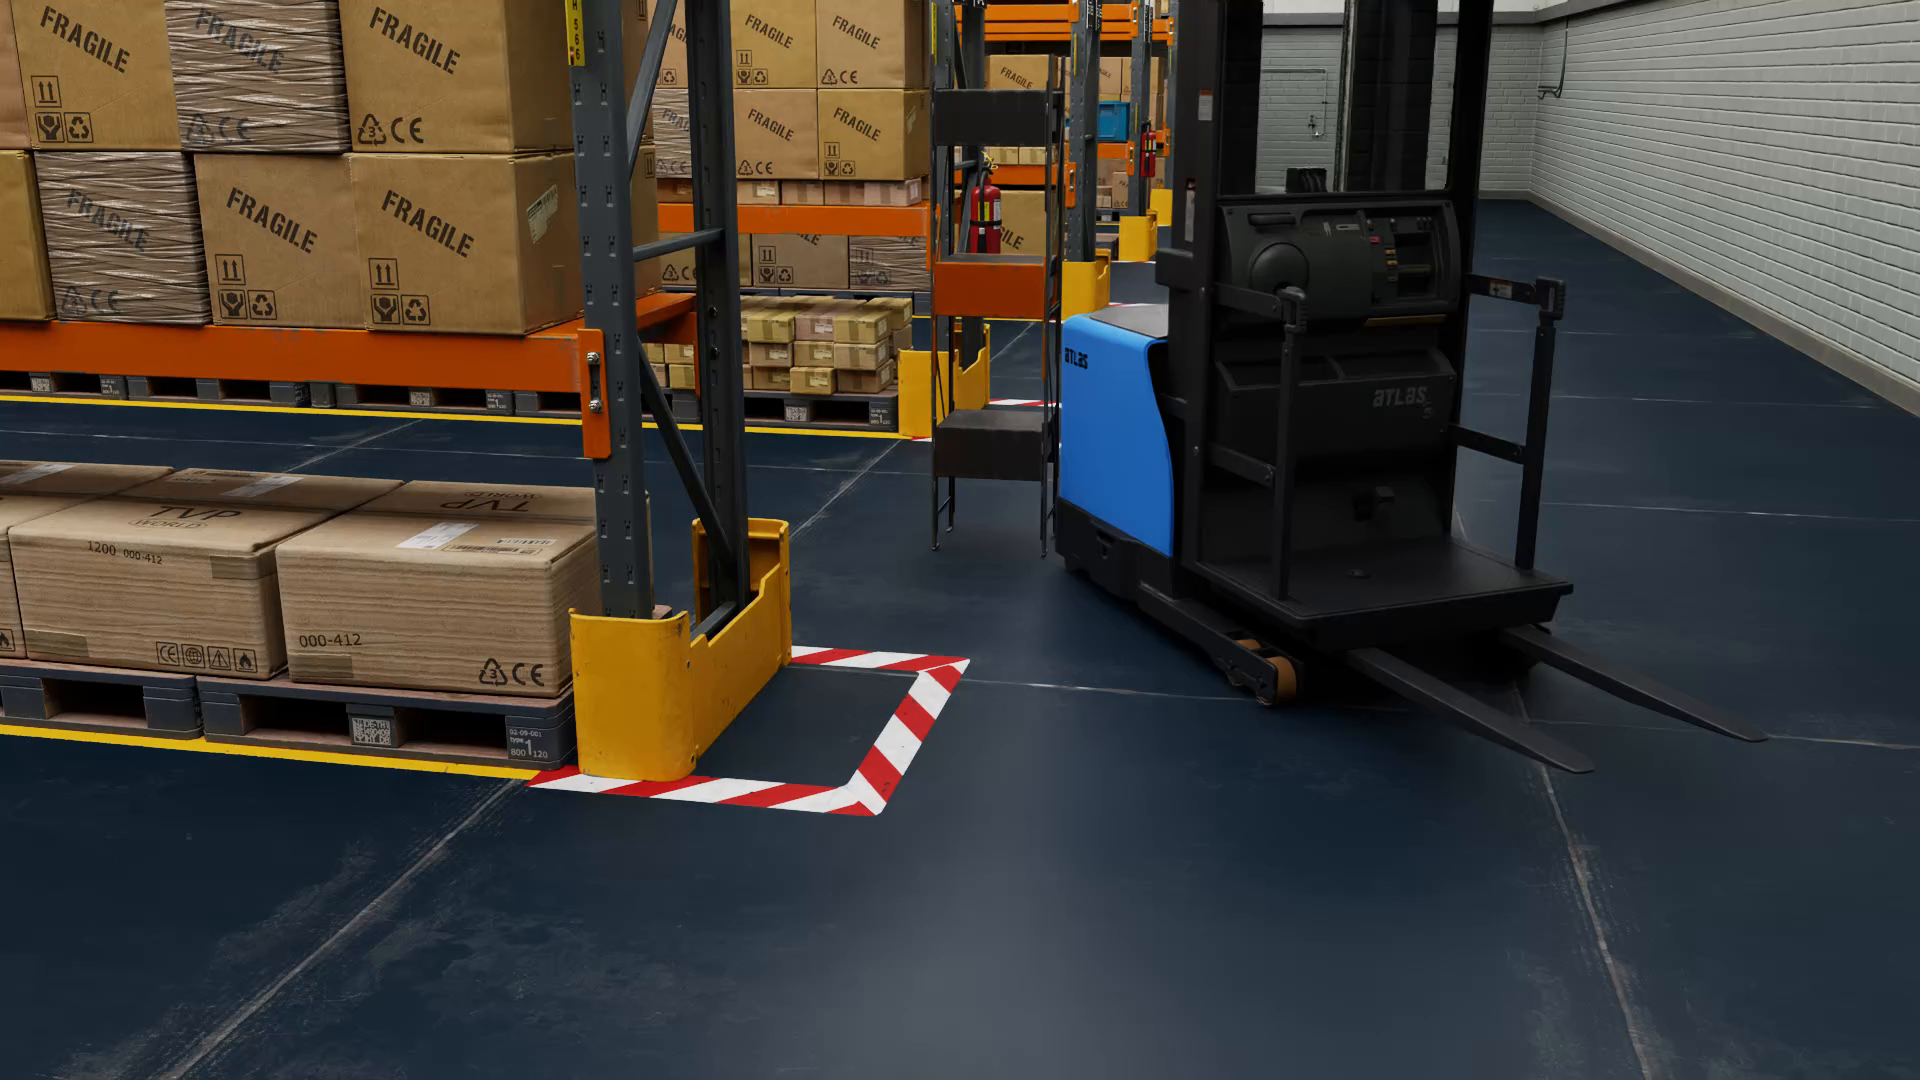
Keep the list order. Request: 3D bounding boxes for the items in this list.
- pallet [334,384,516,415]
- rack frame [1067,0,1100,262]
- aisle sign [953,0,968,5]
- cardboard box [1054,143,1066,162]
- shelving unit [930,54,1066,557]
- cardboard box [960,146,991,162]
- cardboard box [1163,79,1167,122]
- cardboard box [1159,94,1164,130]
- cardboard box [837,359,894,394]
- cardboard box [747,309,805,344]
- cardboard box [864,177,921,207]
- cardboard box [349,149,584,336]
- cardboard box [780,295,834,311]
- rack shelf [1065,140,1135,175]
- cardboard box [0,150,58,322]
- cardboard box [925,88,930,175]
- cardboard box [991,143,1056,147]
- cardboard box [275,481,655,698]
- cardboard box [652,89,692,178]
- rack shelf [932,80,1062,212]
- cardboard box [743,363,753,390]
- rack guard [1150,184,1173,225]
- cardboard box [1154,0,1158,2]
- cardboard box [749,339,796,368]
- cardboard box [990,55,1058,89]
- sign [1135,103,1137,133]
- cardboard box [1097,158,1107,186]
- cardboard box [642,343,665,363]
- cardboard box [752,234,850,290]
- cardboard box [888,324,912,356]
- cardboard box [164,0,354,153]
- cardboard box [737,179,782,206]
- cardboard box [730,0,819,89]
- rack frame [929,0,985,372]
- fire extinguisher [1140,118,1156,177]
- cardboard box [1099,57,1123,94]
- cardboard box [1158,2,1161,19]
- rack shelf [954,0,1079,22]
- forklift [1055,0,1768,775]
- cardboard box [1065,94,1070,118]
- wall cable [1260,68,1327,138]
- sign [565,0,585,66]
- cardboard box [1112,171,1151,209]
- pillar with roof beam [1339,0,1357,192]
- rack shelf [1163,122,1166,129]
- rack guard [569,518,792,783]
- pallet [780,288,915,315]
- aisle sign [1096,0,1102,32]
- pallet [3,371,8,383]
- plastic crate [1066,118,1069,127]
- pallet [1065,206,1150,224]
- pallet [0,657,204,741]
[{"bbox_3d":[-3.265,-1.033,10.824,1.213,0.211,1.003,3,16,11],"label":"pallet"},{"bbox_3d":[1.077,-3.482,14.444,0.127,3.000,1.000,3,16,11],"label":"rack frame"},{"bbox_3d":[0.002,-3.361,9.135,0.004,0.787,0.394,3,16,11],"label":"aisle sign"},{"bbox_3d":[0.795,-3.466,14.858,0.250,0.149,0.380,3,16,12],"label":"cardboard box"},{"bbox_3d":[0.162,-1.003,7.180,0.503,2.100,0.431,3,16,11],"label":"shelving unit"},{"bbox_3d":[0.161,-3.321,14.333,0.250,0.149,0.380,3,16,11],"label":"cardboard box"},{"bbox_3d":[3.537,-7.539,28.526,0.700,0.700,0.980,4,16,14],"label":"cardboard box"},{"bbox_3d":[2.673,-6.214,24.120,0.500,0.500,0.500,3,16,12],"label":"cardboard box"},{"bbox_3d":[-0.567,-0.992,10.008,0.250,0.149,0.380,3,16,12],"label":"cardboard box"},{"bbox_3d":[-1.093,-1.276,9.919,0.250,0.149,0.380,3,16,10],"label":"cardboard box"},{"bbox_3d":[-0.386,-2.012,9.609,0.250,0.149,0.380,3,16,11],"label":"cardboard box"},{"bbox_3d":[-1.423,-0.894,4.915,0.500,0.500,0.500,3,16,11],"label":"cardboard box"},{"bbox_3d":[-0.971,-1.452,10.555,0.250,0.149,0.380,3,16,11],"label":"cardboard box"},{"bbox_3d":[0.105,-4.538,19.602,4.000,0.370,1.077,3,16,11],"label":"rack shelf"},{"bbox_3d":[-2.926,-0.974,5.202,0.500,0.500,0.500,4,16,13],"label":"cardboard box"},{"bbox_3d":[-0.395,-2.478,10.074,0.500,0.500,0.500,4,16,14],"label":"cardboard box"},{"bbox_3d":[0.550,-3.510,14.267,0.500,0.250,0.500,3,16,10],"label":"cardboard box"},{"bbox_3d":[-1.564,0.134,5.404,0.875,0.438,0.875,3,16,9],"label":"cardboard box"},{"bbox_3d":[-1.504,-2.391,9.762,0.500,0.500,0.500,3,16,11],"label":"cardboard box"},{"bbox_3d":[0.162,-1.665,6.997,0.480,0.518,0.431,3,16,11],"label":"rack shelf"},{"bbox_3d":[-1.326,-1.026,10.129,0.250,0.149,0.380,3,16,12],"label":"cardboard box"},{"bbox_3d":[2.981,-4.873,24.147,0.348,0.500,1.175,3,16,11],"label":"rack guard"},{"bbox_3d":[2.501,-7.648,23.210,0.500,0.250,0.500,3,16,11],"label":"cardboard box"},{"bbox_3d":[-1.094,-1.143,9.994,0.250,0.149,0.380,2,16,9],"label":"cardboard box"},{"bbox_3d":[0.548,-3.872,14.170,0.500,0.500,0.500,3,16,12],"label":"cardboard box"},{"bbox_3d":[1.971,-4.712,18.577,0.005,0.325,0.100,3,16,11],"label":"sign"},{"bbox_3d":[2.349,-6.432,28.987,0.500,0.500,0.700,3,16,9],"label":"cardboard box"},{"bbox_3d":[-1.851,-1.185,10.148,0.250,0.149,0.380,4,16,14],"label":"cardboard box"},{"bbox_3d":[-1.330,-2.770,15.065,0.875,0.875,0.875,3,16,11],"label":"cardboard box"},{"bbox_3d":[-0.472,-1.257,10.407,0.250,0.149,0.380,4,16,13],"label":"cardboard box"},{"bbox_3d":[-1.935,-1.403,4.879,0.500,0.500,0.500,3,16,11],"label":"cardboard box"},{"bbox_3d":[-1.125,-2.052,9.753,0.250,0.149,0.380,4,16,13],"label":"cardboard box"},{"bbox_3d":[-1.005,-2.850,9.543,0.500,0.500,0.500,3,16,9],"label":"cardboard box"},{"bbox_3d":[-0.010,-2.190,9.780,0.127,3.000,1.000,3,16,11],"label":"rack frame"},{"bbox_3d":[2.122,-4.434,18.724,0.183,0.674,0.296,3,16,11],"label":"fire extinguisher"},{"bbox_3d":[2.069,-6.582,23.574,0.500,0.500,0.500,4,16,13],"label":"cardboard box"},{"bbox_3d":[2.602,-7.541,23.757,0.500,0.250,0.500,3,16,11],"label":"cardboard box"},{"bbox_3d":[-0.882,-4.688,14.524,4.000,0.370,1.077,3,16,11],"label":"rack shelf"},{"bbox_3d":[1.408,-0.987,5.566,1.130,2.935,3.031,-6,17,-20],"label":"forklift"},{"bbox_3d":[1.565,-6.129,23.812,0.500,0.500,0.500,3,16,12],"label":"cardboard box"},{"bbox_3d":[5.482,-8.039,28.990,1.851,1.984,0.084,3,16,11],"label":"wall cable"},{"bbox_3d":[-1.019,-1.421,4.389,0.005,0.325,0.100,3,16,11],"label":"sign"},{"bbox_3d":[2.473,-5.045,23.946,0.500,0.500,0.500,3,16,11],"label":"cardboard box"},{"bbox_3d":[5.999,-9.217,23.910,0.400,9.000,9.100,3,16,11],"label":"pillar with roof beam"},{"bbox_3d":[2.079,-7.129,28.958,4.000,0.370,1.077,3,16,11],"label":"rack shelf"},{"bbox_3d":[-0.874,0.316,5.415,0.348,0.500,1.175,3,16,11],"label":"rack guard"},{"bbox_3d":[-0.914,-2.226,15.133,1.213,0.211,1.003,3,16,11],"label":"pallet"},{"bbox_3d":[1.208,-4.810,14.367,0.004,0.787,0.394,3,16,11],"label":"aisle sign"},{"bbox_3d":[-7.084,-1.230,11.537,1.213,0.211,1.003,3,16,11],"label":"pallet"},{"bbox_3d":[1.243,-4.860,19.621,0.300,0.233,0.416,3,16,11],"label":"plastic crate"},{"bbox_3d":[2.199,-4.776,24.338,1.213,0.211,1.003,3,16,11],"label":"pallet"},{"bbox_3d":[-2.888,0.366,5.774,1.213,0.211,1.003,3,16,11],"label":"pallet"}]
